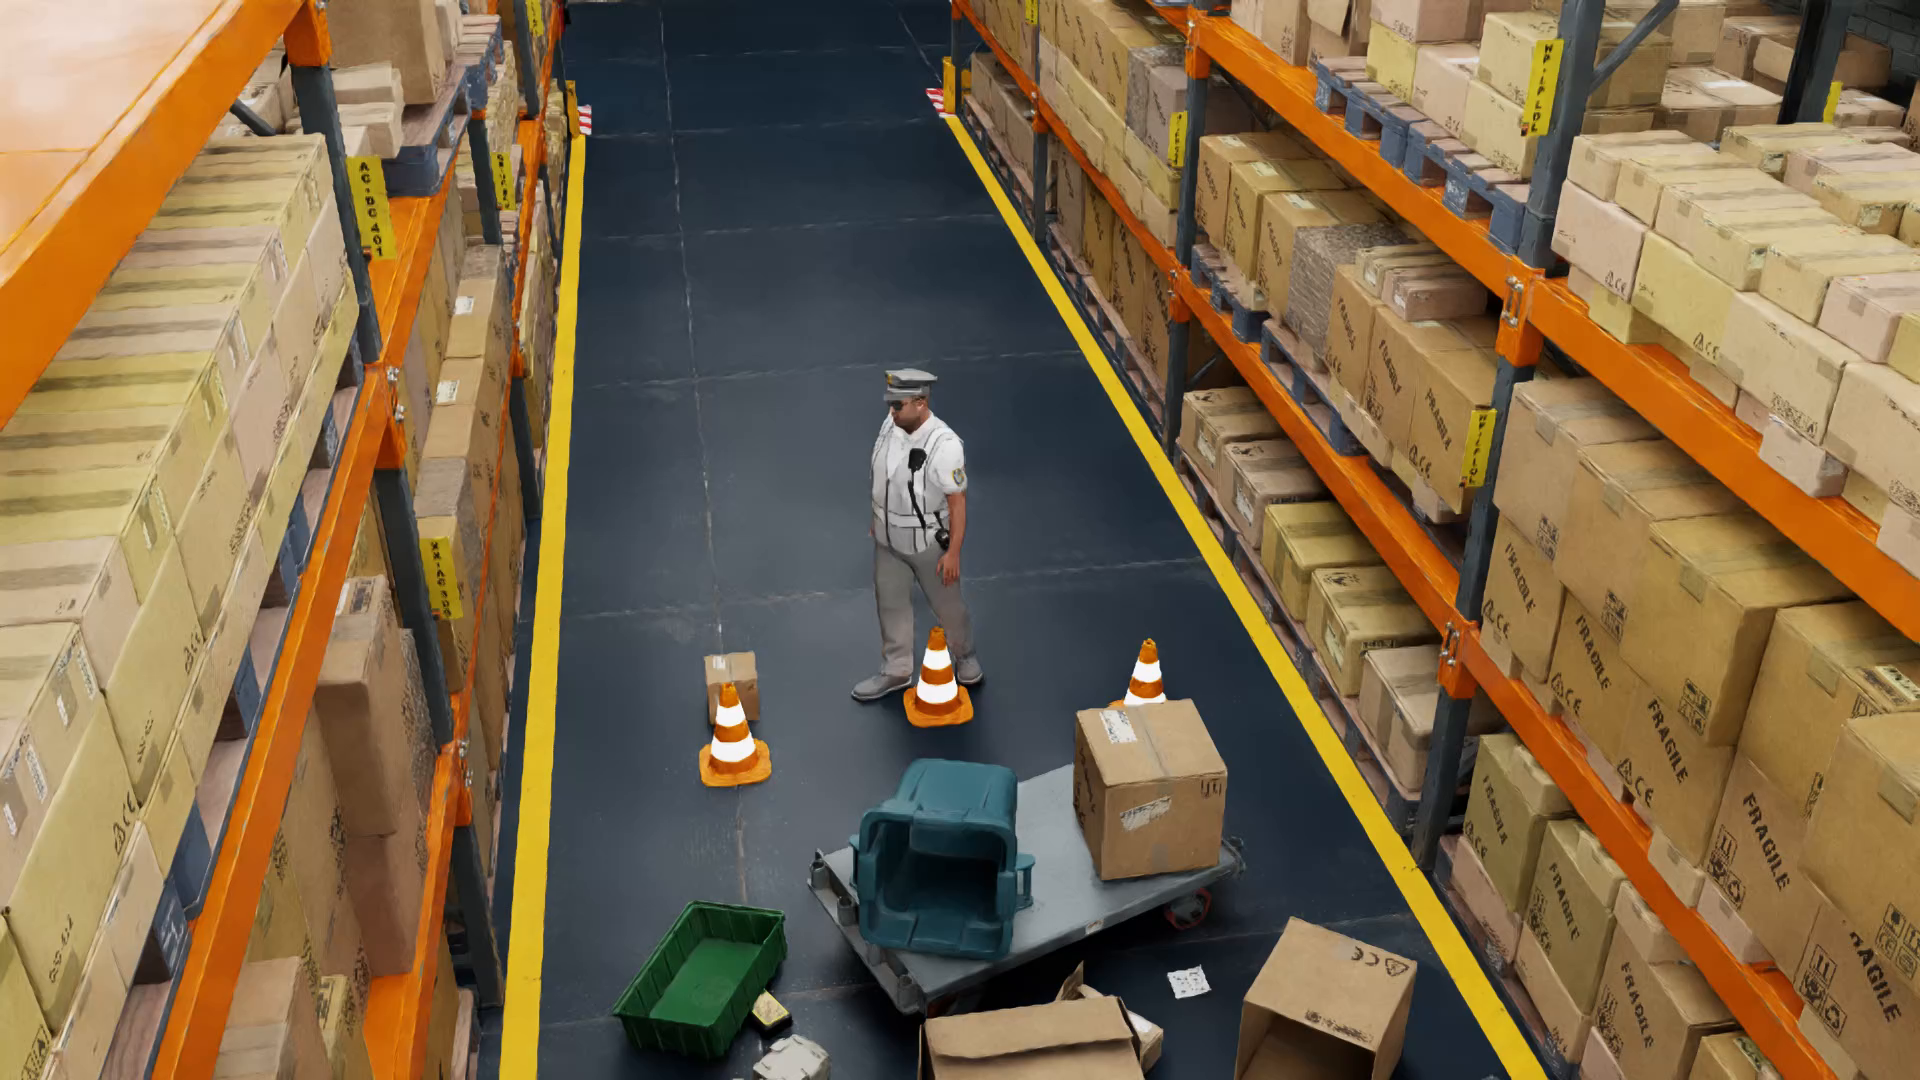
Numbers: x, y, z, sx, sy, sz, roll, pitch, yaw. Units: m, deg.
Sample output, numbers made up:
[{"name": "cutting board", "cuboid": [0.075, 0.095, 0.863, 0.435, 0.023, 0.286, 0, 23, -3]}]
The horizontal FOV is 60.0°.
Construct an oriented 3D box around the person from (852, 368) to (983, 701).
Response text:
[{"name": "person", "cuboid": [-0.225, -0.033, 8.172, 0.625, 1.754, 0.680, 23, 38, 34]}]
